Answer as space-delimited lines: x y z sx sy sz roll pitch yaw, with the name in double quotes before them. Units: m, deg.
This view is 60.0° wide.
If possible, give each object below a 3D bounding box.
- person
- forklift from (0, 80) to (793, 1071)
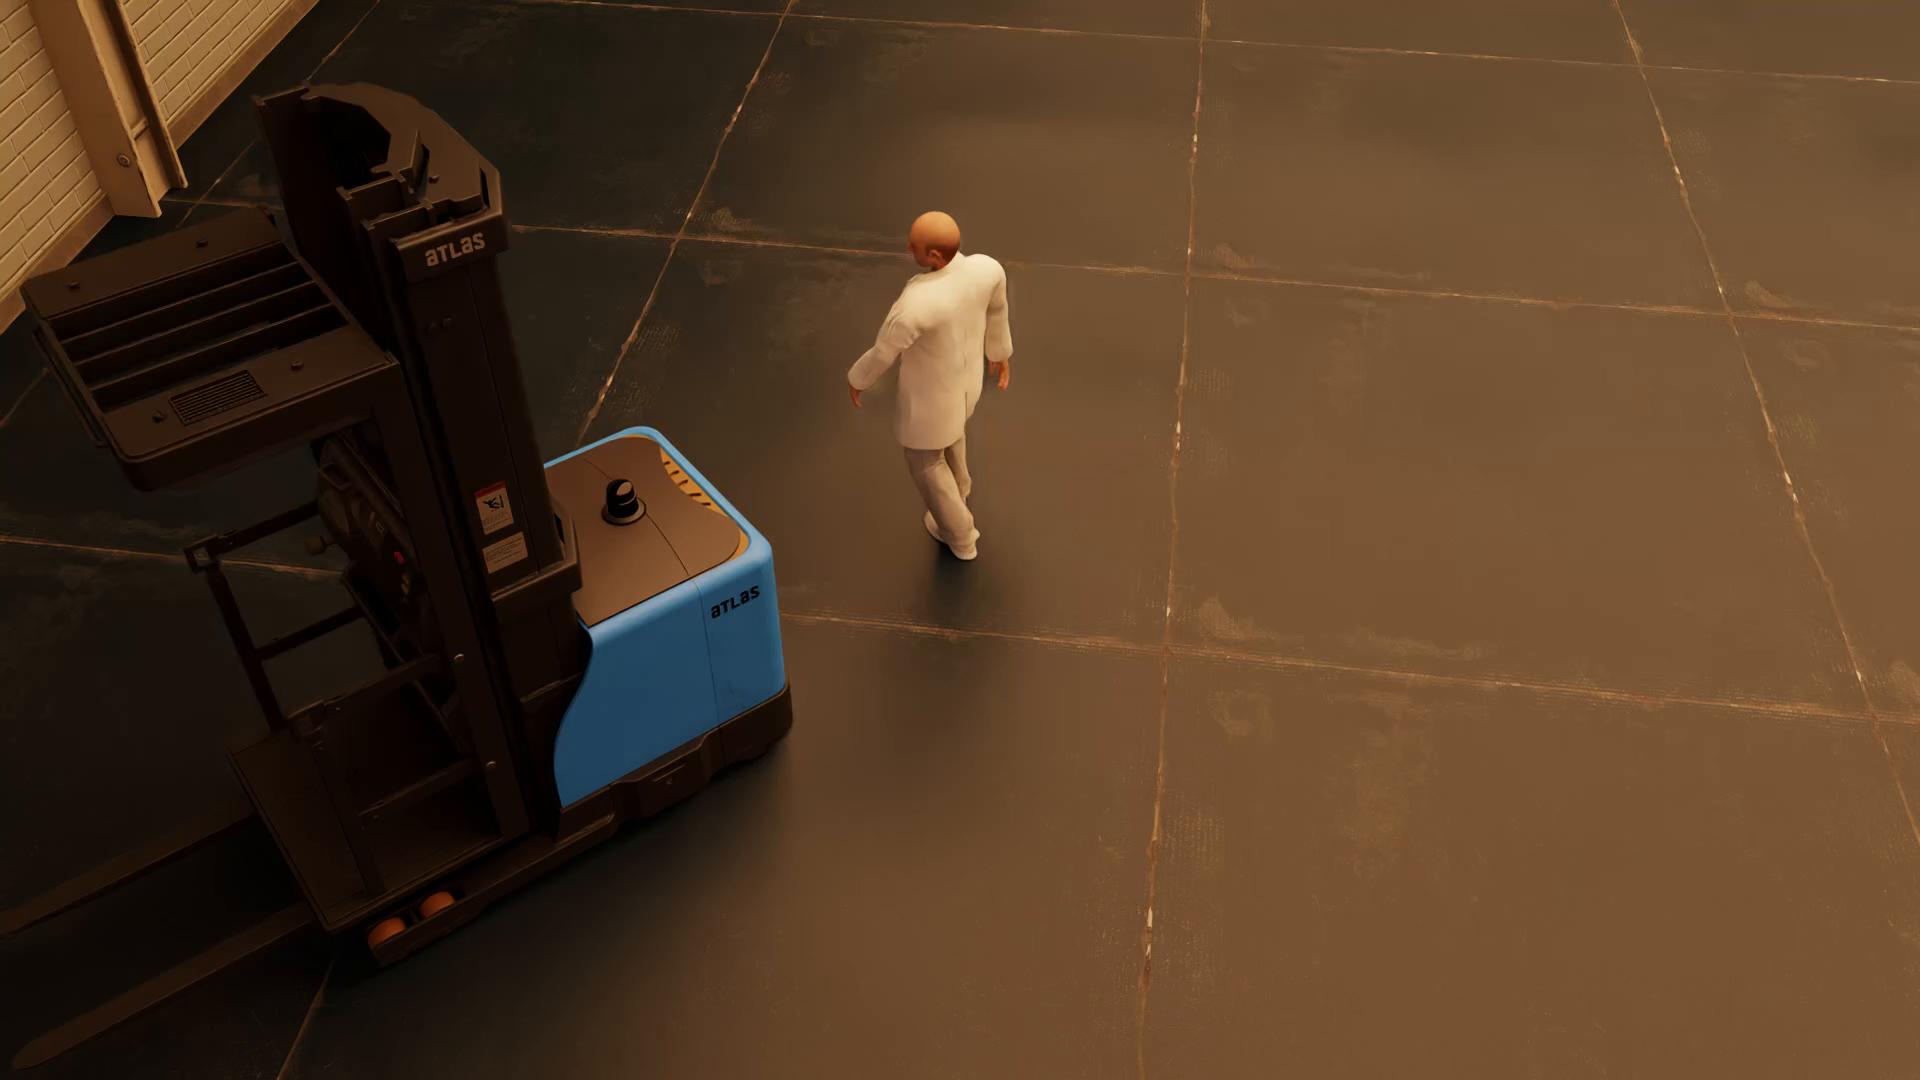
"person" -0.097 -0.725 7.397 0.604 1.748 0.719 32 51 30
"forklift" -2.180 0.079 5.638 3.031 2.935 1.130 -27 49 -26
